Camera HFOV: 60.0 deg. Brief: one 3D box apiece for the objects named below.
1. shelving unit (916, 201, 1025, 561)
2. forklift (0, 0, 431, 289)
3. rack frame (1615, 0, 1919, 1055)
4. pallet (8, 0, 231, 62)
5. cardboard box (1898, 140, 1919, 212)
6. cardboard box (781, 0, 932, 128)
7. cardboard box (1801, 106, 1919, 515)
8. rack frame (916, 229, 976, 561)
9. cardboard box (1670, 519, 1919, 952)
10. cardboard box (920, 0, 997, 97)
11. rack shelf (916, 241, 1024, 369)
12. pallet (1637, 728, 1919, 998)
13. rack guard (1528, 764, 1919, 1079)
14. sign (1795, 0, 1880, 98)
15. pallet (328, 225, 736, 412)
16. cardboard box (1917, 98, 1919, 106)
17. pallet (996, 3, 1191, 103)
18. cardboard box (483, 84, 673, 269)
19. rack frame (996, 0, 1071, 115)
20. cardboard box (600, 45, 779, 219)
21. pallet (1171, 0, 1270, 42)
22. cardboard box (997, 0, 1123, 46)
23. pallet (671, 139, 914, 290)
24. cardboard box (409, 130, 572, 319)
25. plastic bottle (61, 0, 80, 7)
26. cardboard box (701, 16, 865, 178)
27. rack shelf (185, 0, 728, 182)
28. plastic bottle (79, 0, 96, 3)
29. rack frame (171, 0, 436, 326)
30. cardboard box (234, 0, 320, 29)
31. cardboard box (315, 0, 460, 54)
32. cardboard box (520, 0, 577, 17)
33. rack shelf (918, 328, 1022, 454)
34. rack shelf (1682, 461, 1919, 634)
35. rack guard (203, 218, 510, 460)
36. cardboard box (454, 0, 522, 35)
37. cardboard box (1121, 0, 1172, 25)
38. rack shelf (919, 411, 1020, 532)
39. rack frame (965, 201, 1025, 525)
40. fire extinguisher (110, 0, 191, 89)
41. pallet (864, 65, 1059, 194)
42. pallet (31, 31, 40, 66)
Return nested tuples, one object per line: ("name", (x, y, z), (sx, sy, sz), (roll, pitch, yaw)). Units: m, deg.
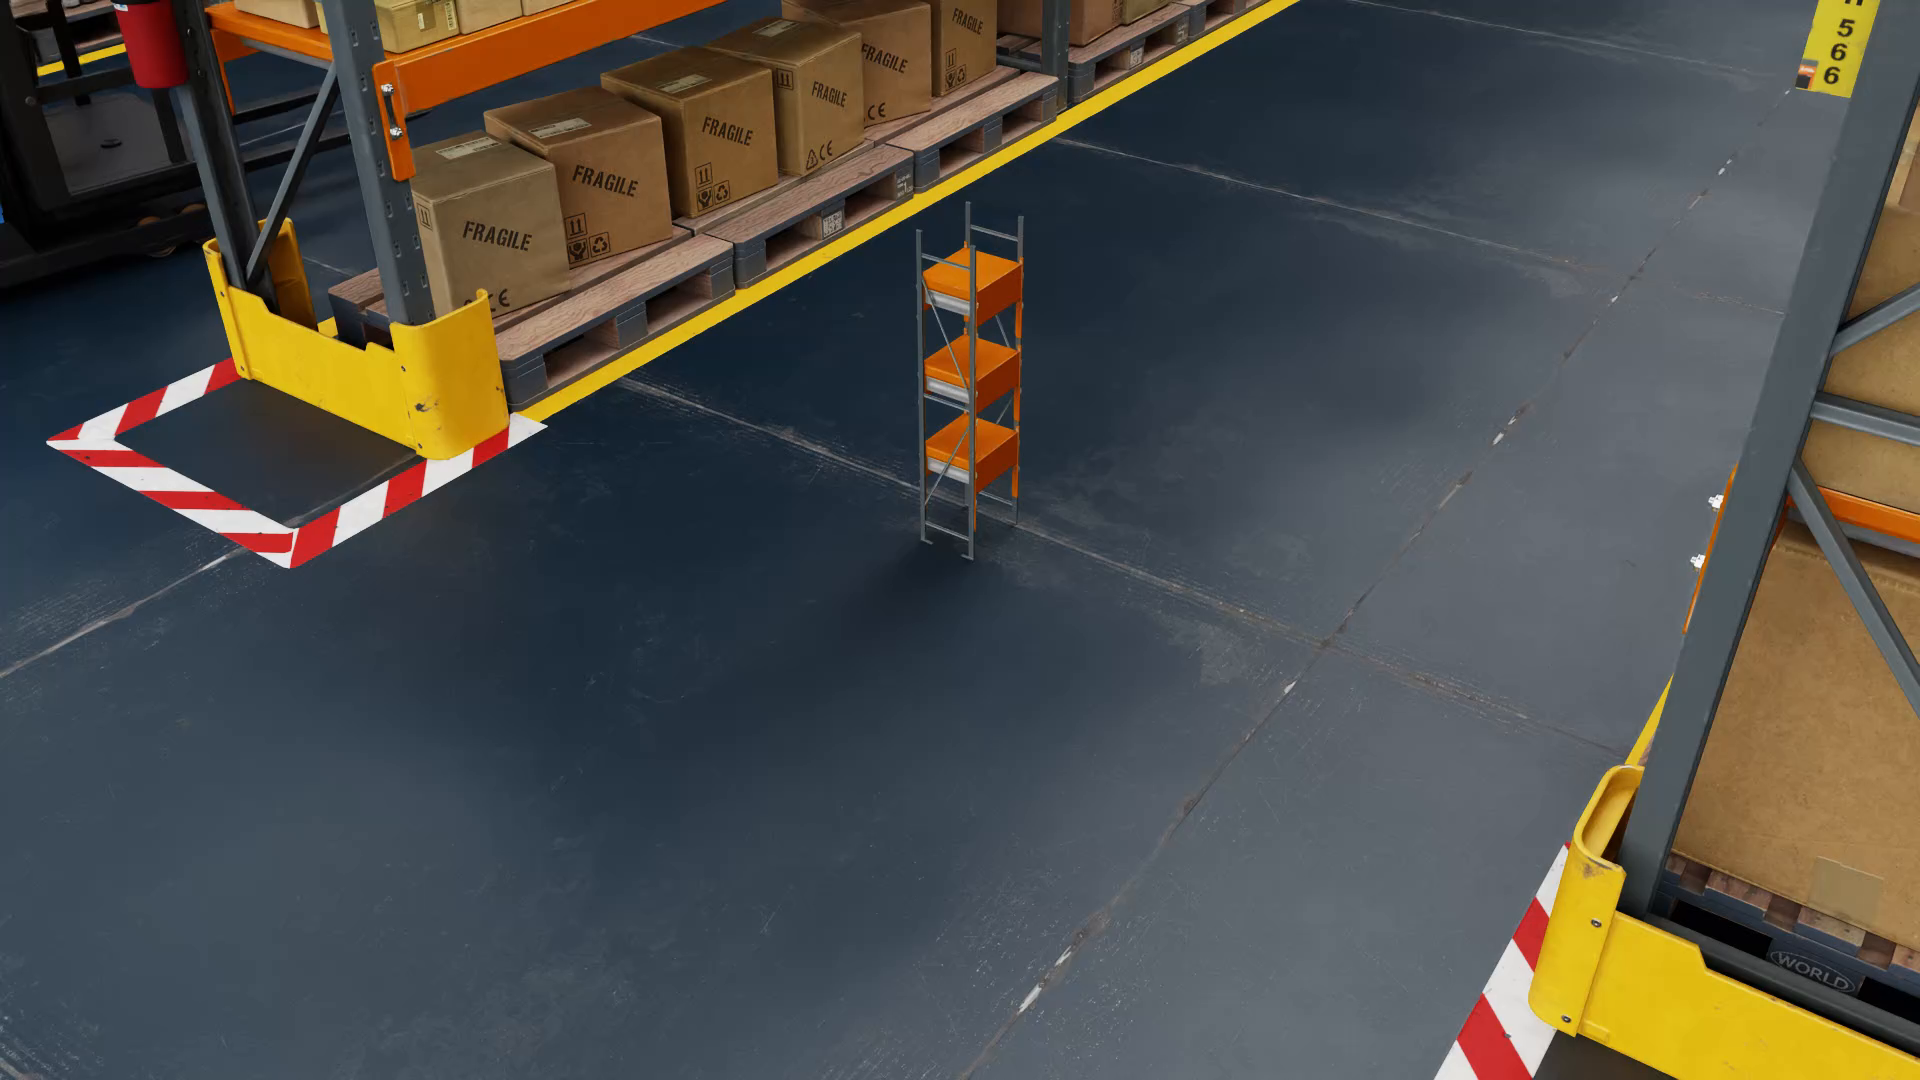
("shelving unit", (0.031, -0.460, 4.992), (0.215, 1.050, 0.252), (21, 39, 28))
("forklift", (-3.799, -2.587, 6.459), (1.130, 2.935, 3.031), (29, 44, 36))
("rack frame", (1.837, -0.098, 2.718), (1.000, 3.000, 0.127), (21, 39, 28))
("pallet", (-5.080, -3.137, 9.701), (1.003, 0.211, 1.213), (21, 39, 28))
("cardboard box", (2.081, -0.766, 2.607), (0.875, 0.550, 0.550), (21, 39, 28))
("cardboard box", (-0.480, -2.271, 7.787), (0.500, 0.500, 0.500), (-23, 40, -30))
("cardboard box", (2.012, -0.346, 2.949), (0.875, 0.550, 0.550), (21, 39, 28))
("rack frame", (-0.039, -0.403, 4.909), (0.200, 1.050, 0.008), (21, 39, 28))
("cardboard box", (2.170, 0.275, 3.688), (0.875, 0.875, 0.875), (21, 40, 28))
("cardboard box", (-0.160, -2.537, 8.180), (0.500, 0.500, 0.500), (20, 39, 27))
("rack shelf", (0.031, -0.686, 4.839), (0.215, 0.259, 0.240), (21, 39, 28))
("pallet", (2.229, 0.664, 4.080), (1.003, 0.211, 1.213), (21, 39, 28))
("rack guard", (1.824, 0.948, 3.401), (1.175, 0.500, 0.348), (21, 39, 28))
("sign", (1.399, -0.856, 2.593), (0.100, 0.325, 0.005), (21, 39, 28))
("pallet", (-1.644, -0.971, 6.498), (1.003, 0.211, 1.213), (21, 39, 28))
("cardboard box", (2.318, -1.049, 3.025), (0.875, 0.550, 0.550), (21, 39, 28))
("pallet", (0.544, -2.773, 9.163), (1.003, 0.211, 1.213), (21, 39, 28))
("cardboard box", (-1.497, -1.436, 6.552), (0.500, 0.500, 0.500), (-25, 41, -32))
("rack frame", (0.101, -3.570, 7.851), (1.000, 3.000, 0.127), (21, 39, 28))
("cardboard box", (-1.125, -1.718, 6.969), (0.500, 0.500, 0.500), (25, 42, 32))
("pallet", (1.239, -3.337, 9.996), (1.003, 0.211, 1.213), (21, 39, 28))
("cardboard box", (0.469, -2.992, 8.836), (0.700, 0.500, 0.500), (18, 38, 25))
("pallet", (-0.948, -1.531, 7.325), (1.003, 0.211, 1.213), (21, 39, 28))
("cardboard box", (-1.810, -1.150, 6.129), (0.500, 0.500, 0.500), (-29, 43, -35))
("plastic bottle", (-4.959, -3.098, 9.196), (0.097, 0.271, 0.097), (0, 34, 0))
("cardboard box", (-0.770, -1.960, 7.327), (0.500, 0.500, 0.500), (18, 38, 24))
("rack shelf", (-1.039, -2.351, 6.692), (1.077, 0.370, 4.000), (21, 39, 28))
("plastic bottle", (-4.900, -3.117, 9.286), (0.097, 0.201, 0.097), (0, 34, 0))
("rack frame", (-2.180, -1.729, 5.129), (1.000, 3.000, 0.127), (21, 39, 28))
("cardboard box", (-2.187, -1.822, 5.491), (0.380, 0.149, 0.250), (21, 39, 28))
("cardboard box", (-1.821, -1.680, 5.281), (0.380, 0.149, 0.250), (21, 39, 28))
("cardboard box", (-1.508, -1.899, 5.605), (0.380, 0.149, 0.250), (21, 39, 28))
("rack shelf", (0.031, -0.451, 4.998), (0.215, 0.259, 0.240), (21, 39, 28))
("rack shelf", (2.978, -0.721, 4.280), (1.077, 0.370, 4.000), (21, 39, 28))
("rack guard", (-2.137, -0.729, 5.881), (1.175, 0.500, 0.348), (21, 39, 28))
("cardboard box", (-1.663, -1.789, 5.442), (0.380, 0.149, 0.250), (21, 39, 28))
("cardboard box", (0.756, -3.206, 9.151), (0.700, 0.500, 0.500), (21, 39, 28))
("rack shelf", (0.031, -0.221, 5.154), (0.215, 0.259, 0.240), (21, 39, 28))
("rack frame", (0.100, -0.516, 5.075), (0.200, 1.050, 0.008), (21, 39, 28))
("fire extinguisher", (-2.624, -1.791, 5.290), (0.296, 0.674, 0.183), (21, 39, 28))
("pallet", (-0.253, -2.094, 8.159), (1.003, 0.211, 1.213), (21, 39, 28))
("pallet", (-5.776, -2.578, 8.874), (1.003, 0.211, 1.213), (21, 39, 28))
